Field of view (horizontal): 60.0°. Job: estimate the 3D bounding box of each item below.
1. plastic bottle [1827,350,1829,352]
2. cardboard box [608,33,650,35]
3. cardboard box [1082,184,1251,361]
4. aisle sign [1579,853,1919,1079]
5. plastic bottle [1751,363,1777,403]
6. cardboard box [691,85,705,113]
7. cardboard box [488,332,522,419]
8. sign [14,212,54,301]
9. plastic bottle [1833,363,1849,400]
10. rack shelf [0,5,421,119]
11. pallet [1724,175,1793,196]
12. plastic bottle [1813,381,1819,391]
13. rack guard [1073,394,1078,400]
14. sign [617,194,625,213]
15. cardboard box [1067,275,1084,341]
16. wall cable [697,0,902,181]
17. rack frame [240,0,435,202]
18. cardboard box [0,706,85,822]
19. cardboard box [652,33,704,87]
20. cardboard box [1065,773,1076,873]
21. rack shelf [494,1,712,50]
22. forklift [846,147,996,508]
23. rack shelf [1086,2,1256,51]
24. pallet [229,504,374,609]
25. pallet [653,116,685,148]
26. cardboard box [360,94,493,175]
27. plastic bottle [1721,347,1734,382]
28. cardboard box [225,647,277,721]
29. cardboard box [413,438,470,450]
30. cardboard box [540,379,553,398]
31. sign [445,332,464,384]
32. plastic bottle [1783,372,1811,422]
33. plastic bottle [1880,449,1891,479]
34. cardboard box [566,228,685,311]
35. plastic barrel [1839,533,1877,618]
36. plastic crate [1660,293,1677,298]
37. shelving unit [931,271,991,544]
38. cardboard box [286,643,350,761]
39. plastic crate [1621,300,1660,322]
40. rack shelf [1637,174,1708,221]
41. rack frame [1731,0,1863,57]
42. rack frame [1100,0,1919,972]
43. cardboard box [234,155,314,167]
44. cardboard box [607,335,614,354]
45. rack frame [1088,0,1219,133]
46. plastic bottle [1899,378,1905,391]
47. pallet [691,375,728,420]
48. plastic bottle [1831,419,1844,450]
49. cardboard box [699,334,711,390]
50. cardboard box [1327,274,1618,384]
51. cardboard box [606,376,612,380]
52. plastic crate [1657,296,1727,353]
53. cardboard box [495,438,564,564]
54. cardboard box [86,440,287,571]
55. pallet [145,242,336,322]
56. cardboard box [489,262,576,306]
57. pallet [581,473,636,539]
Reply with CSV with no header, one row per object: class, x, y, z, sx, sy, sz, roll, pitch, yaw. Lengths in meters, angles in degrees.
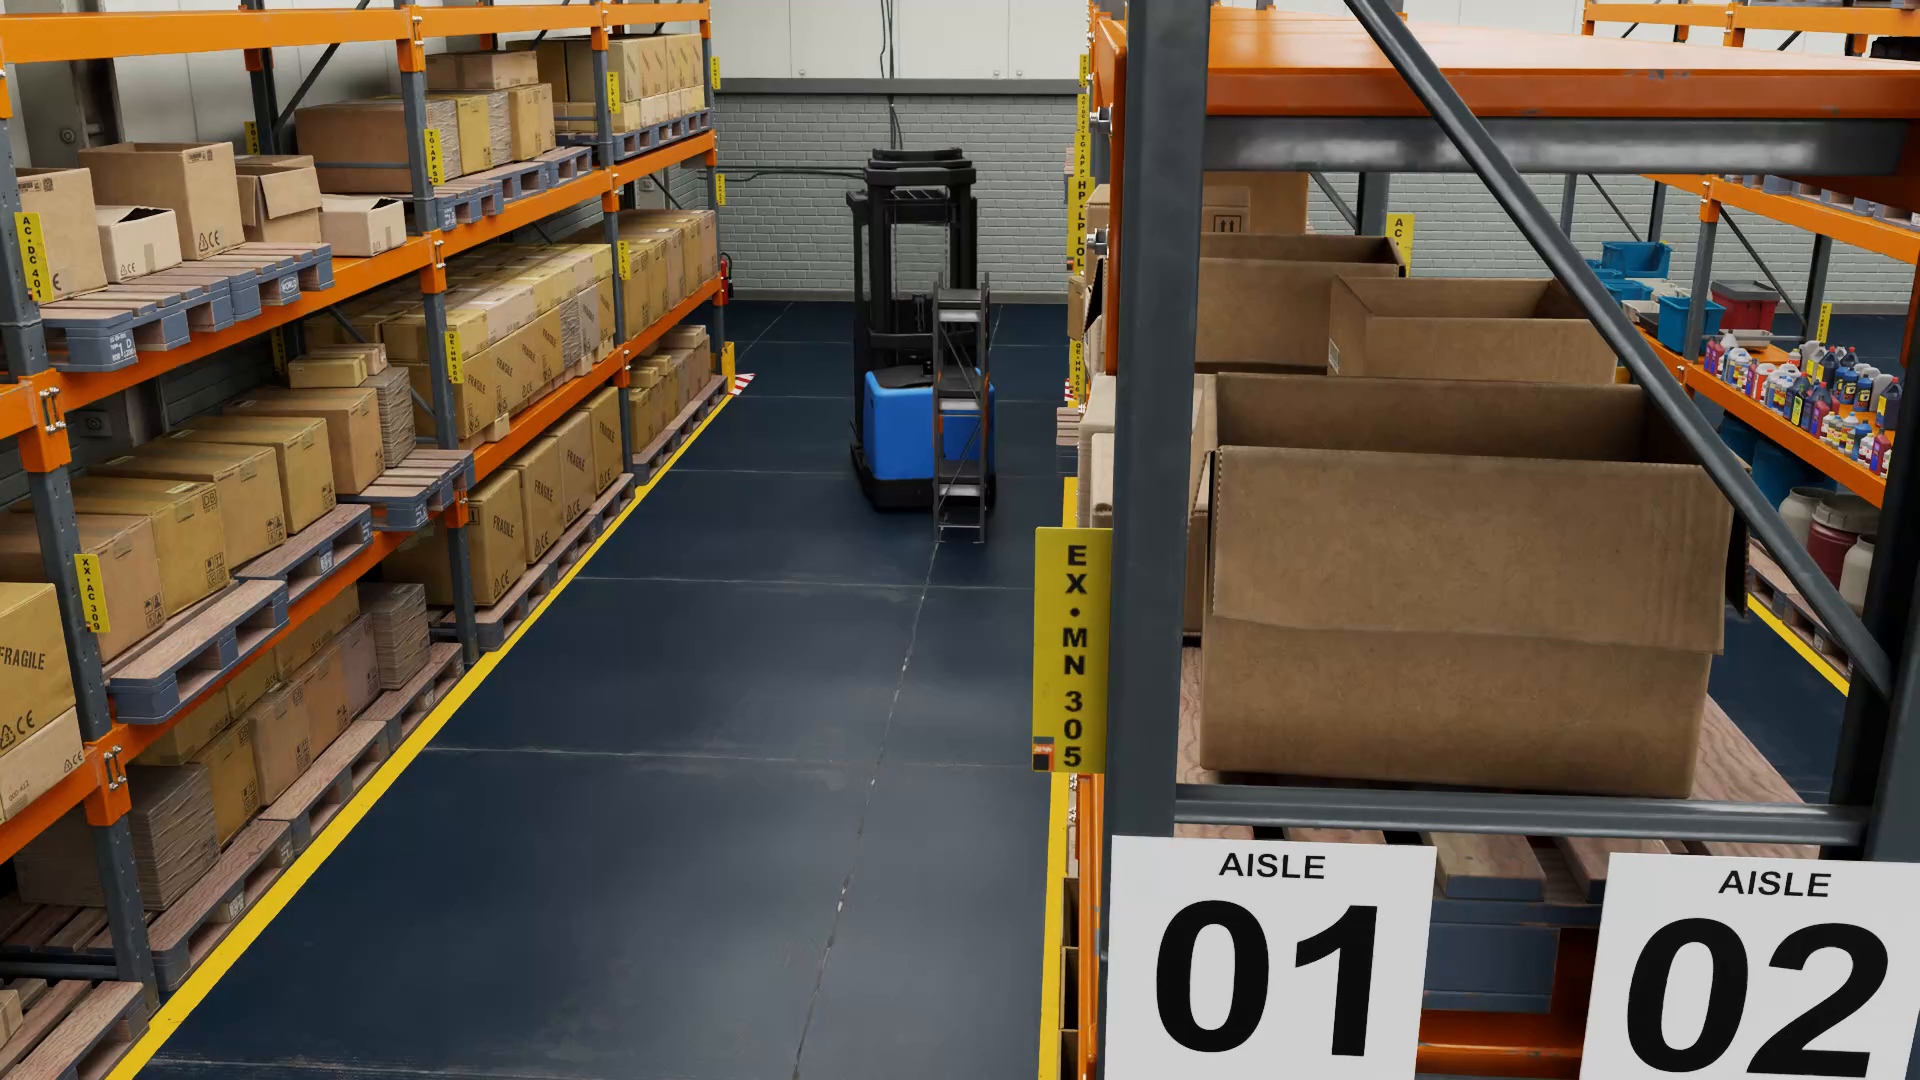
plastic bottle,6.750,-1.348,12.918,0.152,0.276,0.135,1,18,4
cardboard box,-3.406,-4.849,16.790,0.500,0.500,0.500,1,18,2
cardboard box,0.669,-0.865,5.369,0.500,0.500,0.500,3,18,8
aisle sign,0.983,0.757,2.119,0.394,0.787,0.004,1,18,4
plastic bottle,6.003,-1.168,12.369,0.152,0.276,0.135,1,18,4
cardboard box,-2.900,-4.481,16.870,0.500,0.250,0.500,2,18,6
cardboard box,-3.349,-1.135,11.398,0.500,0.500,0.500,2,18,6
sign,-3.431,-1.048,6.155,0.100,0.325,0.005,1,18,4
plastic bottle,6.589,-1.186,12.432,0.097,0.271,0.097,0,18,0
rack shelf,-3.829,-2.326,7.869,1.077,0.370,4.000,1,18,4
pallet,6.524,-2.740,12.453,1.213,0.211,1.003,1,18,4
plastic bottle,6.080,-0.995,11.848,0.097,0.271,0.097,0,18,0
rack guard,1.823,-1.792,18.090,1.175,0.500,0.348,1,18,4
sign,-3.665,-3.576,18.003,0.100,0.325,0.005,1,18,4
cardboard box,1.285,-1.866,13.467,0.700,0.500,0.500,-5,19,-15
wall cable,-2.350,-6.237,22.993,3.097,2.526,0.112,1,18,4
rack frame,-3.686,-3.479,9.590,1.000,3.000,0.127,1,18,4
cardboard box,-3.704,0.829,6.283,0.500,0.250,0.500,1,18,4
cardboard box,-2.893,-4.837,16.753,0.500,0.500,0.500,1,18,4
cardboard box,0.743,1.270,7.571,0.500,0.311,0.500,2,18,5
rack shelf,-3.256,-4.811,15.451,1.077,0.370,4.000,1,18,4
forklift,-0.431,-2.084,15.076,1.130,2.935,3.031,-3,18,-8
rack shelf,1.399,-3.459,11.326,1.077,0.370,4.000,1,18,4
pallet,-3.787,0.078,8.675,1.003,0.211,1.213,1,18,4
pallet,-3.240,-3.886,15.790,1.003,0.211,1.213,1,18,4
cardboard box,-3.670,-2.800,11.466,0.700,0.500,0.500,2,18,7
plastic bottle,6.024,-1.376,13.013,0.097,0.271,0.097,0,18,0
cardboard box,-3.875,0.709,8.546,0.500,0.250,0.500,1,18,2
cardboard box,-3.431,-0.616,10.856,0.380,0.149,0.250,1,18,3
cardboard box,-3.306,-1.174,12.560,0.380,0.149,0.250,2,18,6
sign,-3.144,-1.132,10.328,0.100,0.325,0.005,1,18,4
plastic bottle,5.957,-1.021,11.802,0.144,0.351,0.185,1,18,4
plastic bottle,5.826,-0.484,10.401,0.097,0.201,0.097,0,18,0
cardboard box,-3.244,-2.634,16.164,0.980,0.700,0.700,0,18,1
plastic barrel,6.165,0.246,11.177,0.421,0.512,0.421,0,18,0
plastic crate,6.858,-2.269,15.857,0.298,0.136,0.250,1,18,4
shelving unit,0.012,-1.049,13.253,0.431,2.100,0.503,1,18,4
cardboard box,-3.846,0.887,9.206,0.700,0.500,0.500,1,18,4
plastic crate,6.307,-2.100,15.343,0.293,0.136,0.466,1,18,4
rack shelf,6.626,-3.354,15.181,1.077,0.370,4.000,1,18,4
rack frame,6.482,-4.501,12.706,1.000,3.000,0.127,1,18,4
rack frame,0.682,-0.885,1.673,1.000,3.000,0.127,1,18,4
cardboard box,-3.967,-1.893,9.372,0.500,0.500,0.500,1,18,4
cardboard box,-3.141,-1.650,14.012,0.380,0.149,0.250,1,18,4
rack frame,1.542,-4.612,13.047,1.000,3.000,0.127,1,18,4
plastic bottle,6.664,-0.991,11.711,0.144,0.351,0.185,1,18,4
pallet,-3.092,-1.538,17.778,1.003,0.211,1.213,1,18,4
plastic bottle,5.877,-0.706,11.081,0.097,0.201,0.097,0,18,0
cardboard box,-3.063,-1.905,17.760,0.700,0.500,0.500,1,18,4
cardboard box,1.074,-0.283,3.593,0.500,0.500,0.500,1,18,4
cardboard box,-3.398,-1.626,15.866,0.380,0.149,0.250,1,18,2
plastic crate,6.176,-1.823,14.099,0.392,0.384,0.575,1,18,4
cardboard box,-3.433,-0.304,12.311,0.750,0.750,0.750,1,18,4
cardboard box,-3.839,-0.179,8.284,0.700,0.500,0.500,4,19,11
pallet,-3.751,-1.234,7.856,1.213,0.211,1.003,1,18,4
cardboard box,-3.260,-1.958,12.706,0.500,0.250,0.500,2,18,5
pallet,-3.379,-0.304,14.013,1.003,0.211,1.213,1,18,4
